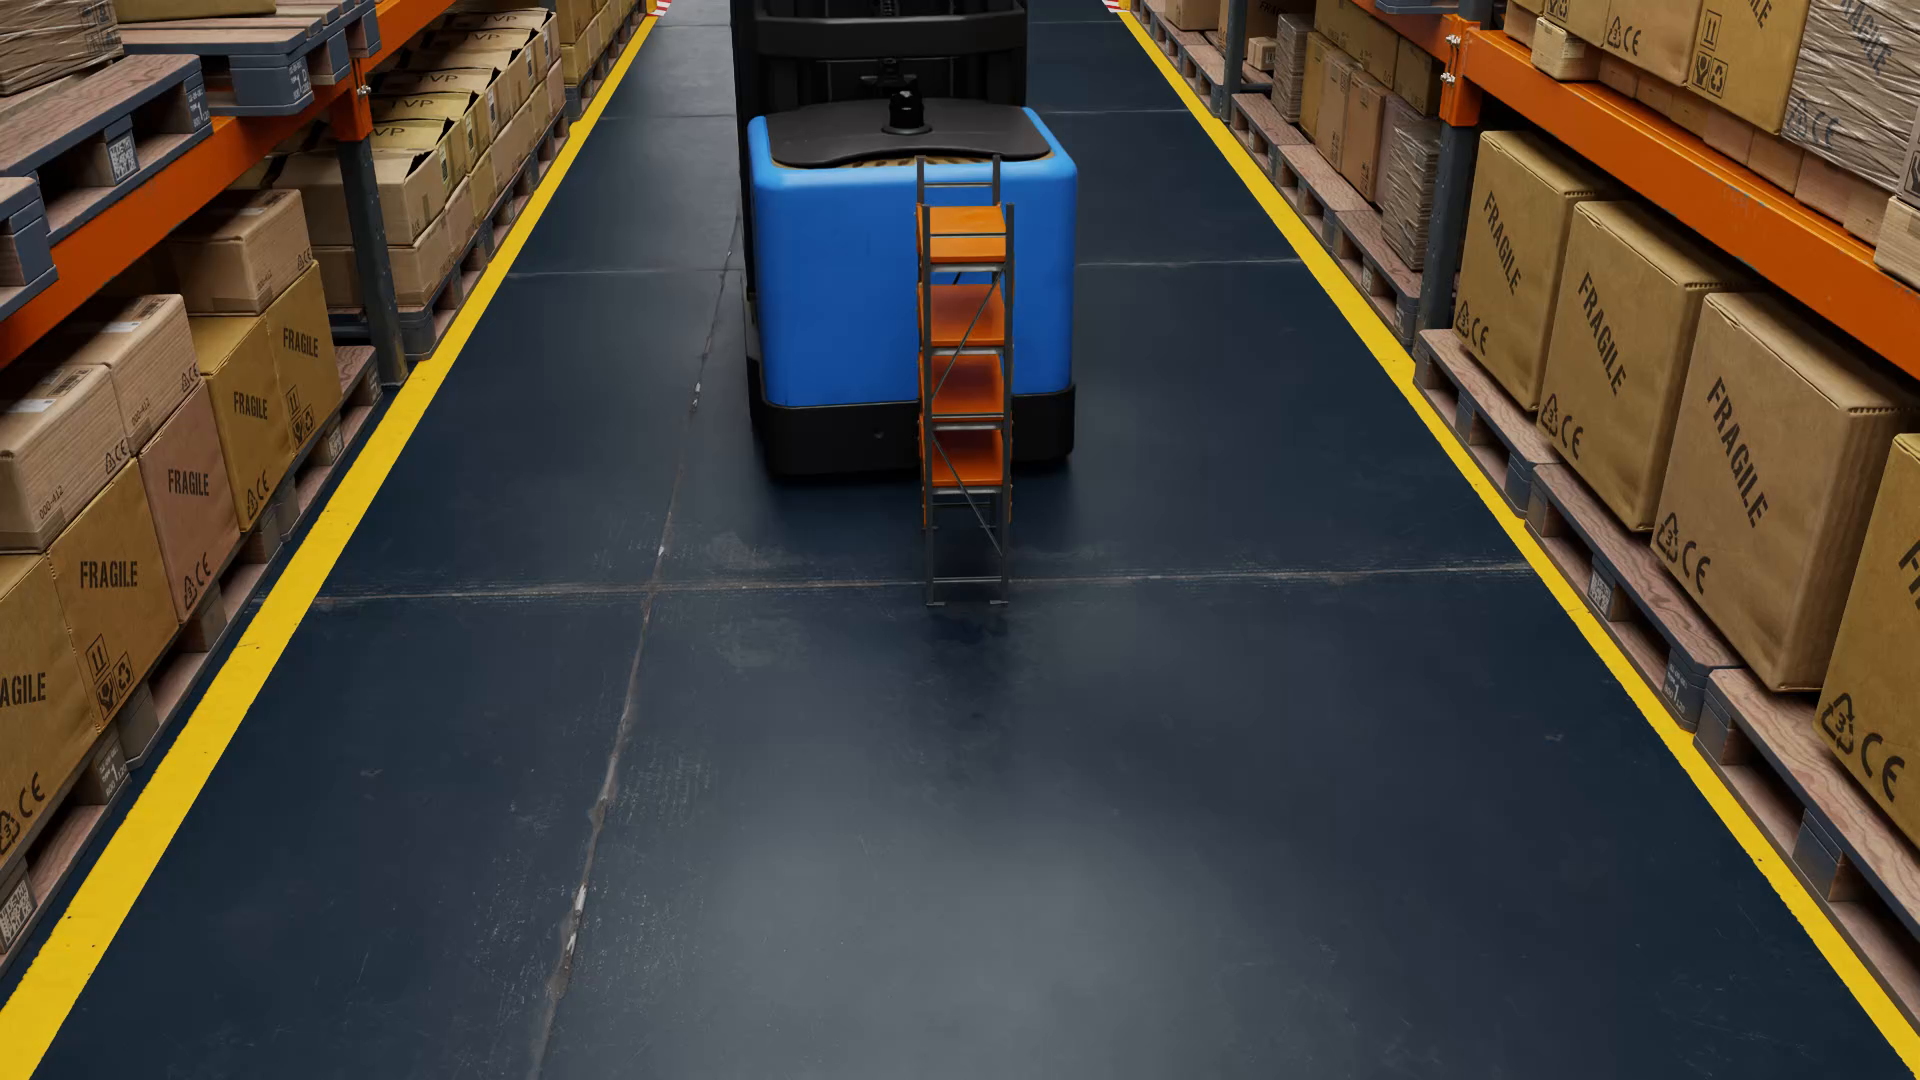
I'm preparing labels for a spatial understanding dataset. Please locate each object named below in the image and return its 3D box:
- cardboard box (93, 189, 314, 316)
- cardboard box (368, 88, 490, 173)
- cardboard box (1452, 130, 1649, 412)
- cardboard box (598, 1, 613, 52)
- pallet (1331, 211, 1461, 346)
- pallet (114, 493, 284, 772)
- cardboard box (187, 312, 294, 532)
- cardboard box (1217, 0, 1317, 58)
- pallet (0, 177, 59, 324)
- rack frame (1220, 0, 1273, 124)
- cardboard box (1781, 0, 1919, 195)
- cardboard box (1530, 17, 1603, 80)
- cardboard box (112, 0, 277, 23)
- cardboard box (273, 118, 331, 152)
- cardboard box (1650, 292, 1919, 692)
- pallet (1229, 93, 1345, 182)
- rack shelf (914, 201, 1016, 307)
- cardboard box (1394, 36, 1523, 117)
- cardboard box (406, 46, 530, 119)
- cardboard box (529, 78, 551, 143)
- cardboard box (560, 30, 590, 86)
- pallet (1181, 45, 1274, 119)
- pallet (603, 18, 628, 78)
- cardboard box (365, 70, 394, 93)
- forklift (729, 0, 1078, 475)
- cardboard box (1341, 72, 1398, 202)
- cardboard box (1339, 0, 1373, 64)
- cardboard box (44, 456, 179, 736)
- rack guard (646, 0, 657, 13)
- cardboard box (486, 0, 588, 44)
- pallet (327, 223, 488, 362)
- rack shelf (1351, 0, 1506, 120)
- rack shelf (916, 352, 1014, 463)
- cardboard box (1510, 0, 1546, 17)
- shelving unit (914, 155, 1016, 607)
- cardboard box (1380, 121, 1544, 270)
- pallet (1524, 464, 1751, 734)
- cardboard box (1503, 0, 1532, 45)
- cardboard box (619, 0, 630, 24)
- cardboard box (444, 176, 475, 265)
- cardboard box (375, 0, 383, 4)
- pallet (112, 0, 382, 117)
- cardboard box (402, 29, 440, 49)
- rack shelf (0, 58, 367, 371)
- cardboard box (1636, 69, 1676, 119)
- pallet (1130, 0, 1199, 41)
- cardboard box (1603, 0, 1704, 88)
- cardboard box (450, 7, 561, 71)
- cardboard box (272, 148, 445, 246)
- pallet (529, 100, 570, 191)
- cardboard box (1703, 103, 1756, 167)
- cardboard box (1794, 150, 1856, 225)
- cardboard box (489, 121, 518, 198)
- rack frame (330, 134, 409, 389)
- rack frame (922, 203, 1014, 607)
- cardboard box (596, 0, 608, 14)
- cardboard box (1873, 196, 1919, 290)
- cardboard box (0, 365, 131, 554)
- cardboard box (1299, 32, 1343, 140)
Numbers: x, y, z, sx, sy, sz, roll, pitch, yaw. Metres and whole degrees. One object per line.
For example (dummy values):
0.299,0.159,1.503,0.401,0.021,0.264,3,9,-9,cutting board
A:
-2.348,-0.892,5.133,0.500,0.250,0.500,0,28,-1,cardboard box
-2.433,-1.868,7.500,0.500,0.311,0.500,-2,28,-4,cardboard box
2.215,-0.937,5.672,0.750,0.750,0.750,-2,28,-3,cardboard box
-2.611,-3.423,11.088,0.500,0.250,0.500,-1,28,-3,cardboard box
2.269,-1.171,7.267,1.003,0.211,1.213,-1,28,-3,pallet
-2.577,0.219,4.601,1.003,0.211,1.213,-1,28,-3,pallet
-2.329,-0.346,4.898,0.500,0.500,0.500,-2,28,-5,cardboard box
2.005,-3.459,10.865,0.500,0.500,0.500,-3,28,-7,cardboard box
-2.363,-0.364,2.912,1.003,0.211,1.213,-1,28,-3,pallet
2.099,-3.893,9.471,1.000,3.000,0.127,-1,28,-3,rack frame
2.187,-1.059,3.585,0.500,0.500,0.500,-1,28,-3,cardboard box
2.028,-1.545,5.218,0.380,0.149,0.250,-1,28,-1,cardboard box
-2.493,-1.867,5.024,0.700,0.500,0.500,-11,29,-20,cardboard box
-2.946,-1.616,7.018,0.500,0.311,0.500,-2,28,-3,cardboard box
2.304,-0.140,4.144,0.750,0.750,0.750,-1,28,-1,cardboard box
2.141,-2.298,9.427,1.003,0.211,1.213,-1,28,-3,pallet
0.009,-0.804,4.644,0.258,0.148,0.480,-1,28,-3,rack shelf
2.251,-2.061,7.375,0.500,0.250,0.500,-1,28,-2,cardboard box
-2.483,-2.337,8.400,0.500,0.311,0.500,-1,28,-3,cardboard box
-2.512,-2.321,8.976,0.500,0.250,0.500,-2,28,-3,cardboard box
-2.569,-2.961,10.202,0.500,0.250,0.500,-1,28,-3,cardboard box
2.029,-2.966,10.709,1.003,0.211,1.213,-1,28,-3,pallet
-2.914,-3.469,11.673,1.003,0.211,1.213,-1,28,-3,pallet
-2.993,-2.081,7.909,0.500,0.311,0.500,-1,28,-1,cardboard box
-0.331,-2.171,6.244,1.130,2.935,3.031,-4,28,-7,forklift
2.253,-1.934,7.941,0.700,0.500,0.500,-2,28,-3,cardboard box
2.212,-2.530,8.273,0.500,0.250,0.500,-2,28,-4,cardboard box
-2.269,0.129,3.986,0.500,0.500,0.500,-1,28,-2,cardboard box
-3.058,-4.522,13.380,1.175,0.500,0.348,-1,28,-3,rack guard
-2.559,-3.293,10.029,0.500,0.500,0.500,-1,28,-3,cardboard box
-2.643,-1.070,7.073,1.003,0.211,1.213,-1,28,-3,pallet
2.204,-2.651,7.867,1.077,0.370,4.000,-1,28,-3,rack shelf
0.009,-0.396,4.857,0.258,0.148,0.480,-1,28,-3,rack shelf
2.078,-2.001,5.391,0.500,0.500,0.500,-1,28,-1,cardboard box
0.009,-0.456,4.826,0.258,1.200,0.503,-1,28,-3,shelving unit
2.218,-1.464,7.041,0.700,0.500,0.500,-1,28,-2,cardboard box
2.335,0.118,4.795,1.003,0.211,1.213,-1,28,-3,pallet
2.094,-1.786,5.681,0.380,0.149,0.250,-2,28,-3,cardboard box
-2.667,-3.884,11.973,0.500,0.250,0.500,-1,28,-3,cardboard box
-2.400,-1.373,7.158,0.500,0.250,0.500,-2,28,-4,cardboard box
-2.492,-2.303,6.519,0.500,0.311,0.500,-2,28,-3,cardboard box
-2.533,-1.529,5.144,1.213,0.211,1.003,-1,28,-3,pallet
-3.054,-2.560,8.827,0.500,0.311,0.500,-2,28,-3,cardboard box
-2.534,-0.682,4.093,1.077,0.370,4.000,-1,28,-3,rack shelf
2.186,-1.312,4.772,0.380,0.149,0.250,-1,28,-2,cardboard box
1.901,-4.093,12.870,1.003,0.211,1.213,-1,28,-3,pallet
2.121,-1.530,4.488,0.500,0.500,0.500,-2,28,-3,cardboard box
-2.540,-2.808,9.303,0.500,0.311,0.500,-1,28,-3,cardboard box
-2.373,-1.390,6.583,0.500,0.311,0.500,0,28,-1,cardboard box
-2.770,-2.197,9.233,1.003,0.211,1.213,-1,28,-3,pallet
2.185,-1.078,4.323,0.380,0.149,0.250,-1,28,-2,cardboard box
2.194,-0.834,3.855,0.380,0.149,0.250,-2,28,-4,cardboard box
-2.459,-1.850,8.072,0.500,0.250,0.500,-1,28,-2,cardboard box
-2.639,-1.925,5.697,1.000,3.000,0.127,-1,28,-3,rack frame
0.021,-0.343,4.610,0.240,1.200,0.015,-1,28,-3,rack frame
-2.611,-3.755,10.915,0.500,0.500,0.500,-1,28,-3,cardboard box
2.139,-0.603,3.413,0.380,0.149,0.250,-1,28,-3,cardboard box
-2.264,-0.188,3.783,0.500,0.250,0.500,-1,28,-3,cardboard box
2.231,-2.403,8.842,0.700,0.500,0.500,-2,28,-4,cardboard box
